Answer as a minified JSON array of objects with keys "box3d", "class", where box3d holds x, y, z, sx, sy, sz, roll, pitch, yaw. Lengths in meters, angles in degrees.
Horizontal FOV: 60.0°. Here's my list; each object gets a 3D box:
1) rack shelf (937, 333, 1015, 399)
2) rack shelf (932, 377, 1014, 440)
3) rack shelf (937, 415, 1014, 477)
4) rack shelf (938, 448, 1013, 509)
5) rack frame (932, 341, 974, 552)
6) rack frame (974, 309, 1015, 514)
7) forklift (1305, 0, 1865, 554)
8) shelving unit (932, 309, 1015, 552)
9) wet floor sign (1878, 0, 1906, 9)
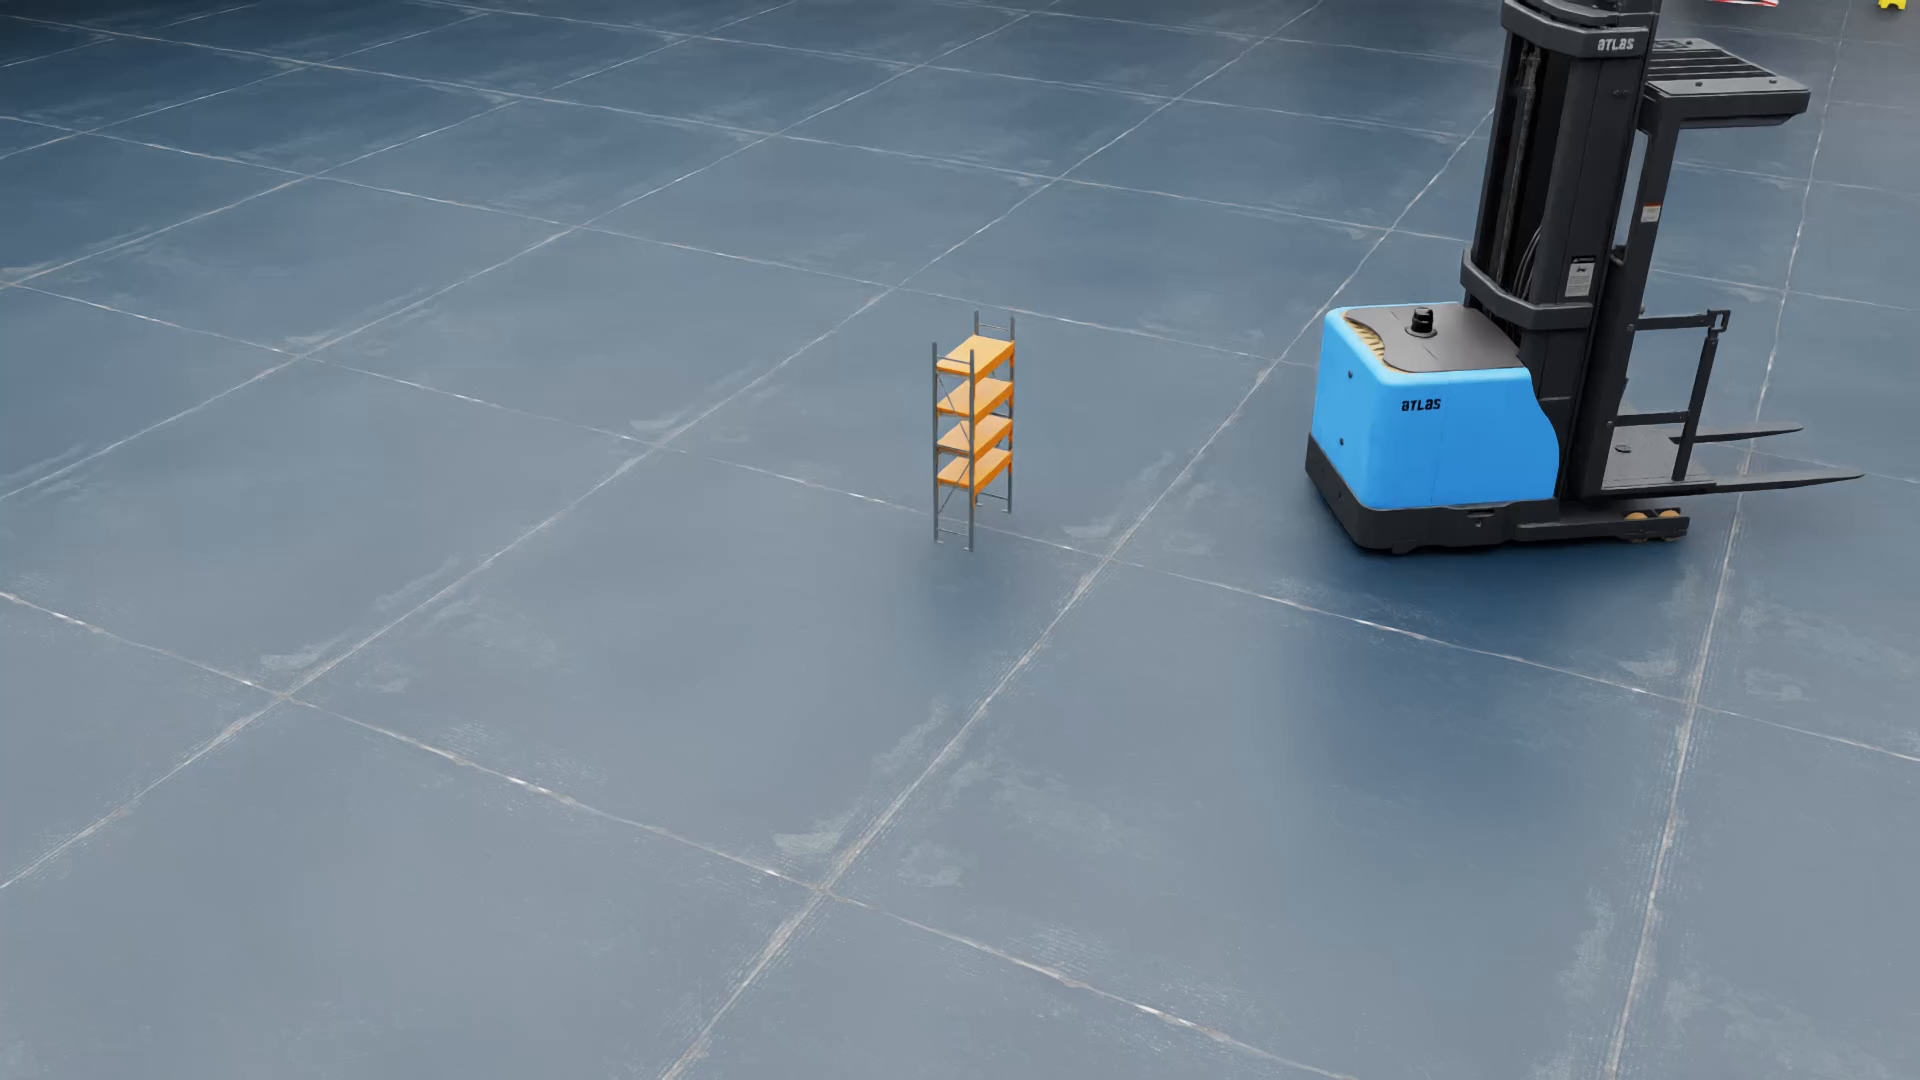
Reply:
[{"box3d":[0.075,-0.934,8.883,0.258,0.148,0.480,14,33,23],"class":"rack shelf"},{"box3d":[0.075,-0.729,9.001,0.258,0.148,0.480,14,33,23],"class":"rack shelf"},{"box3d":[0.075,-0.535,9.112,0.258,0.148,0.480,14,33,23],"class":"rack shelf"},{"box3d":[0.075,-0.363,9.211,0.258,0.148,0.480,14,33,23],"class":"rack shelf"},{"box3d":[-0.036,-0.486,8.891,0.240,1.200,0.015,14,33,23],"class":"rack frame"},{"box3d":[0.187,-0.702,9.267,0.240,1.200,0.015,14,33,23],"class":"rack frame"},{"box3d":[3.598,-1.512,8.940,3.031,2.935,1.130,-4,30,-7],"class":"forklift"},{"box3d":[0.075,-0.594,9.079,0.258,1.200,0.503,14,33,23],"class":"shelving unit"},{"box3d":[11.735,-7.003,20.796,0.267,0.644,0.232,9,31,15],"class":"wet floor sign"}]
